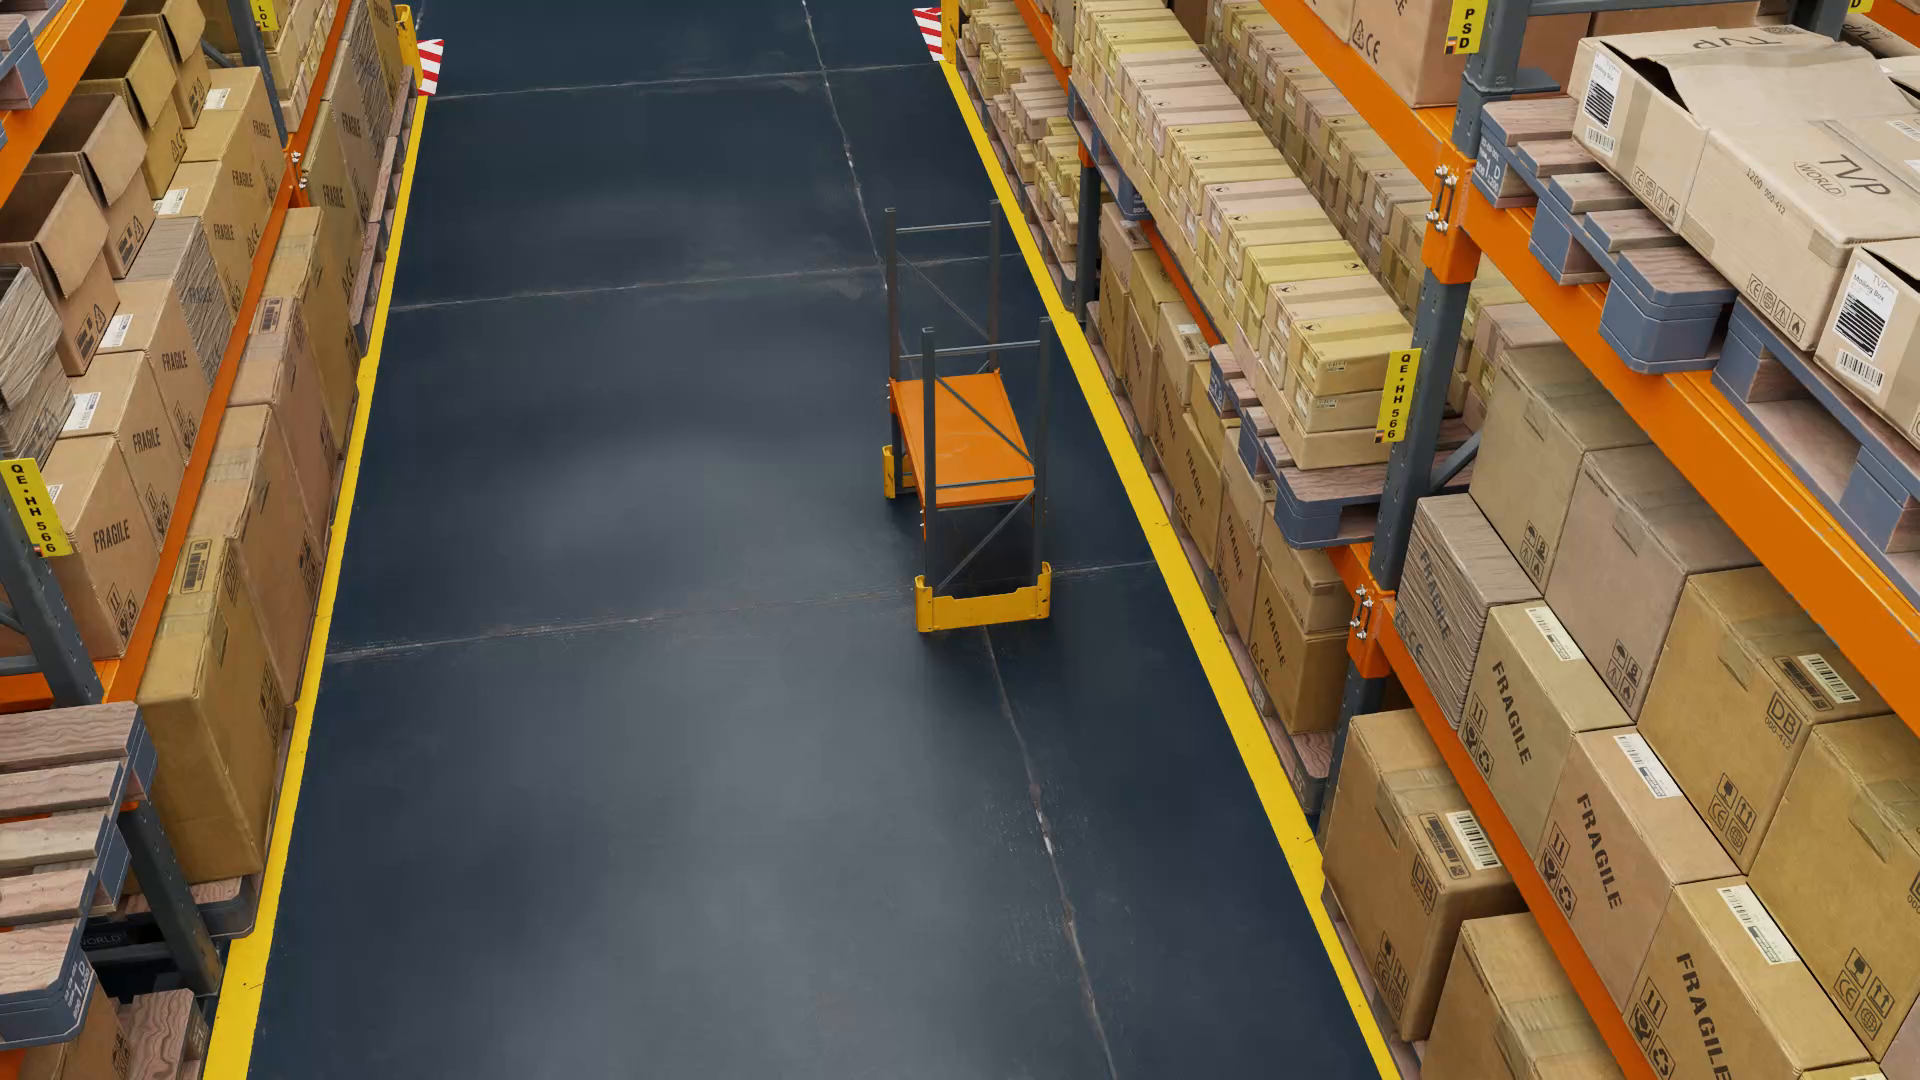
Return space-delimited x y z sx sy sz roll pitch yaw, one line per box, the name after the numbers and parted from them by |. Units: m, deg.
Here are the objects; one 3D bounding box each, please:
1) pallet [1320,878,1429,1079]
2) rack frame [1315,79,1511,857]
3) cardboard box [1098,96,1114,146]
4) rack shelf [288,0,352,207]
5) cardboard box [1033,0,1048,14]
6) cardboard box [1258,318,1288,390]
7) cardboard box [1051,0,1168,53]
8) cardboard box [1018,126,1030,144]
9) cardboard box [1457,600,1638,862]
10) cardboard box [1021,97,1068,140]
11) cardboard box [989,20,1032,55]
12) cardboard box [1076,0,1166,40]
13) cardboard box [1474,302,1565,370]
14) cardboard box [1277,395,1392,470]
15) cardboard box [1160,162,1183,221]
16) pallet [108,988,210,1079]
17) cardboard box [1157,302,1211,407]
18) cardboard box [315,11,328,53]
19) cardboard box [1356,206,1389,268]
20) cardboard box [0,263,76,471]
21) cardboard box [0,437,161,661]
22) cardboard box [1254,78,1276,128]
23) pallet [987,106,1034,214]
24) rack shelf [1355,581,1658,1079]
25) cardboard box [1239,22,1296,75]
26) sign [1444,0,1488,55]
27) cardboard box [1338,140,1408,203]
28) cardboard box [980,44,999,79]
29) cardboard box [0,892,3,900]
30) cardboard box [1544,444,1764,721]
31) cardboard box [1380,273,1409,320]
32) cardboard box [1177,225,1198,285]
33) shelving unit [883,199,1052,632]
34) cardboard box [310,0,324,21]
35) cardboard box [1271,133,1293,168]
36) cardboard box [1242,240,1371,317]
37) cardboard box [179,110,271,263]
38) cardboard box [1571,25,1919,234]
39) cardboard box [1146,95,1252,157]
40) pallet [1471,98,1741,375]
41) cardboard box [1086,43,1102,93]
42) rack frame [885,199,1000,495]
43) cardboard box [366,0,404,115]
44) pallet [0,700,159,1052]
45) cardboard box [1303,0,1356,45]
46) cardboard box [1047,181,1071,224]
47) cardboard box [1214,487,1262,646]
1.909 1.518 5.623 1.003 0.211 1.213 -6 38 -8 | pallet
1.845 -0.067 5.391 1.000 3.000 0.127 -6 38 -8 | rack frame
0.854 -1.944 7.670 0.380 0.149 0.250 -6 38 -8 | cardboard box
-4.108 -2.935 9.669 1.077 0.370 4.000 -6 38 -8 | rack shelf
0.625 -3.162 9.580 0.380 0.149 0.250 -8 39 -10 | cardboard box
1.262 -0.662 5.777 0.380 0.149 0.250 -5 38 -6 | cardboard box
0.781 -2.902 8.716 0.500 0.500 0.500 -6 38 -8 | cardboard box
0.579 -2.513 10.521 0.380 0.149 0.250 -6 38 -7 | cardboard box
1.750 0.500 4.579 0.500 0.500 0.500 -7 38 -8 | cardboard box
0.583 -2.563 10.101 0.380 0.149 0.250 -8 39 -10 | cardboard box
0.410 -3.361 11.127 0.380 0.149 0.250 -8 39 -10 | cardboard box
0.760 -2.497 7.897 0.380 0.149 0.250 -4 38 -6 | cardboard box
1.954 -0.671 5.547 0.380 0.149 0.250 -6 38 -8 | cardboard box
1.306 -0.382 5.659 0.380 0.149 0.250 -6 38 -7 | cardboard box
1.036 -1.435 6.773 0.380 0.149 0.250 -7 38 -9 | cardboard box
-2.920 1.979 5.031 1.003 0.211 1.213 -6 38 -8 | pallet
1.194 -0.853 7.487 0.500 0.250 0.500 -5 38 -6 | cardboard box
-3.667 -2.757 9.058 0.380 0.149 0.250 -7 38 -9 | cardboard box
1.771 -1.192 6.459 0.380 0.149 0.250 -6 38 -8 | cardboard box
-3.168 -0.474 5.015 0.797 0.503 0.637 -5 38 -6 | cardboard box
-2.873 0.043 5.168 0.500 0.500 0.500 -5 38 -7 | cardboard box
1.548 -1.974 7.466 0.380 0.149 0.250 -7 38 -9 | cardboard box
0.774 -2.522 10.824 1.003 0.211 1.213 -6 38 -8 | pallet
2.196 1.425 4.057 1.077 0.370 4.000 -6 38 -8 | rack shelf
1.498 -2.245 7.572 0.380 0.149 0.250 -7 38 -9 | cardboard box
1.310 -1.399 4.239 0.100 0.325 0.005 -6 38 -8 | sign
1.723 -1.462 6.565 0.380 0.149 0.250 -5 38 -7 | cardboard box
0.342 -3.236 11.209 0.380 0.149 0.250 -5 38 -7 | cardboard box
-2.725 0.848 3.789 0.700 0.500 0.500 -1 38 -1 | cardboard box
2.004 0.076 4.310 0.700 0.500 0.500 -7 38 -9 | cardboard box
1.822 -0.913 6.343 0.380 0.149 0.250 -5 38 -6 | cardboard box
1.086 -1.157 6.657 0.380 0.149 0.250 -5 38 -7 | cardboard box
0.013 -0.546 7.231 0.587 1.500 1.083 -6 38 -8 | shelving unit
-3.760 -2.994 9.039 0.500 0.250 0.500 -5 38 -7 | cardboard box
1.594 -1.705 7.362 0.380 0.149 0.250 -8 39 -10 | cardboard box
1.220 -0.925 5.874 0.380 0.149 0.250 -5 38 -7 | cardboard box
-3.326 -1.497 7.151 0.500 0.500 0.500 -5 38 -7 | cardboard box
1.755 -0.961 3.746 0.500 0.311 0.500 -6 38 -8 | cardboard box
0.988 -1.716 6.892 0.380 0.149 0.250 -5 38 -6 | cardboard box
2.010 -0.794 4.036 1.213 0.211 1.003 -5 38 -6 | pallet
0.807 -2.223 7.787 0.380 0.149 0.250 -7 38 -9 | cardboard box
-0.074 -0.848 7.619 0.500 1.500 0.032 -6 38 -8 | rack frame
-4.267 -3.375 11.039 0.875 0.875 0.875 -6 38 -8 | cardboard box
-2.826 0.900 4.303 1.213 0.211 1.003 -6 38 -8 | pallet
1.394 -1.909 5.236 0.500 0.500 0.500 -6 38 -8 | cardboard box
0.716 -1.959 9.565 0.380 0.149 0.250 -8 39 -10 | cardboard box
1.385 0.071 6.909 0.500 0.500 0.500 -5 38 -6 | cardboard box
